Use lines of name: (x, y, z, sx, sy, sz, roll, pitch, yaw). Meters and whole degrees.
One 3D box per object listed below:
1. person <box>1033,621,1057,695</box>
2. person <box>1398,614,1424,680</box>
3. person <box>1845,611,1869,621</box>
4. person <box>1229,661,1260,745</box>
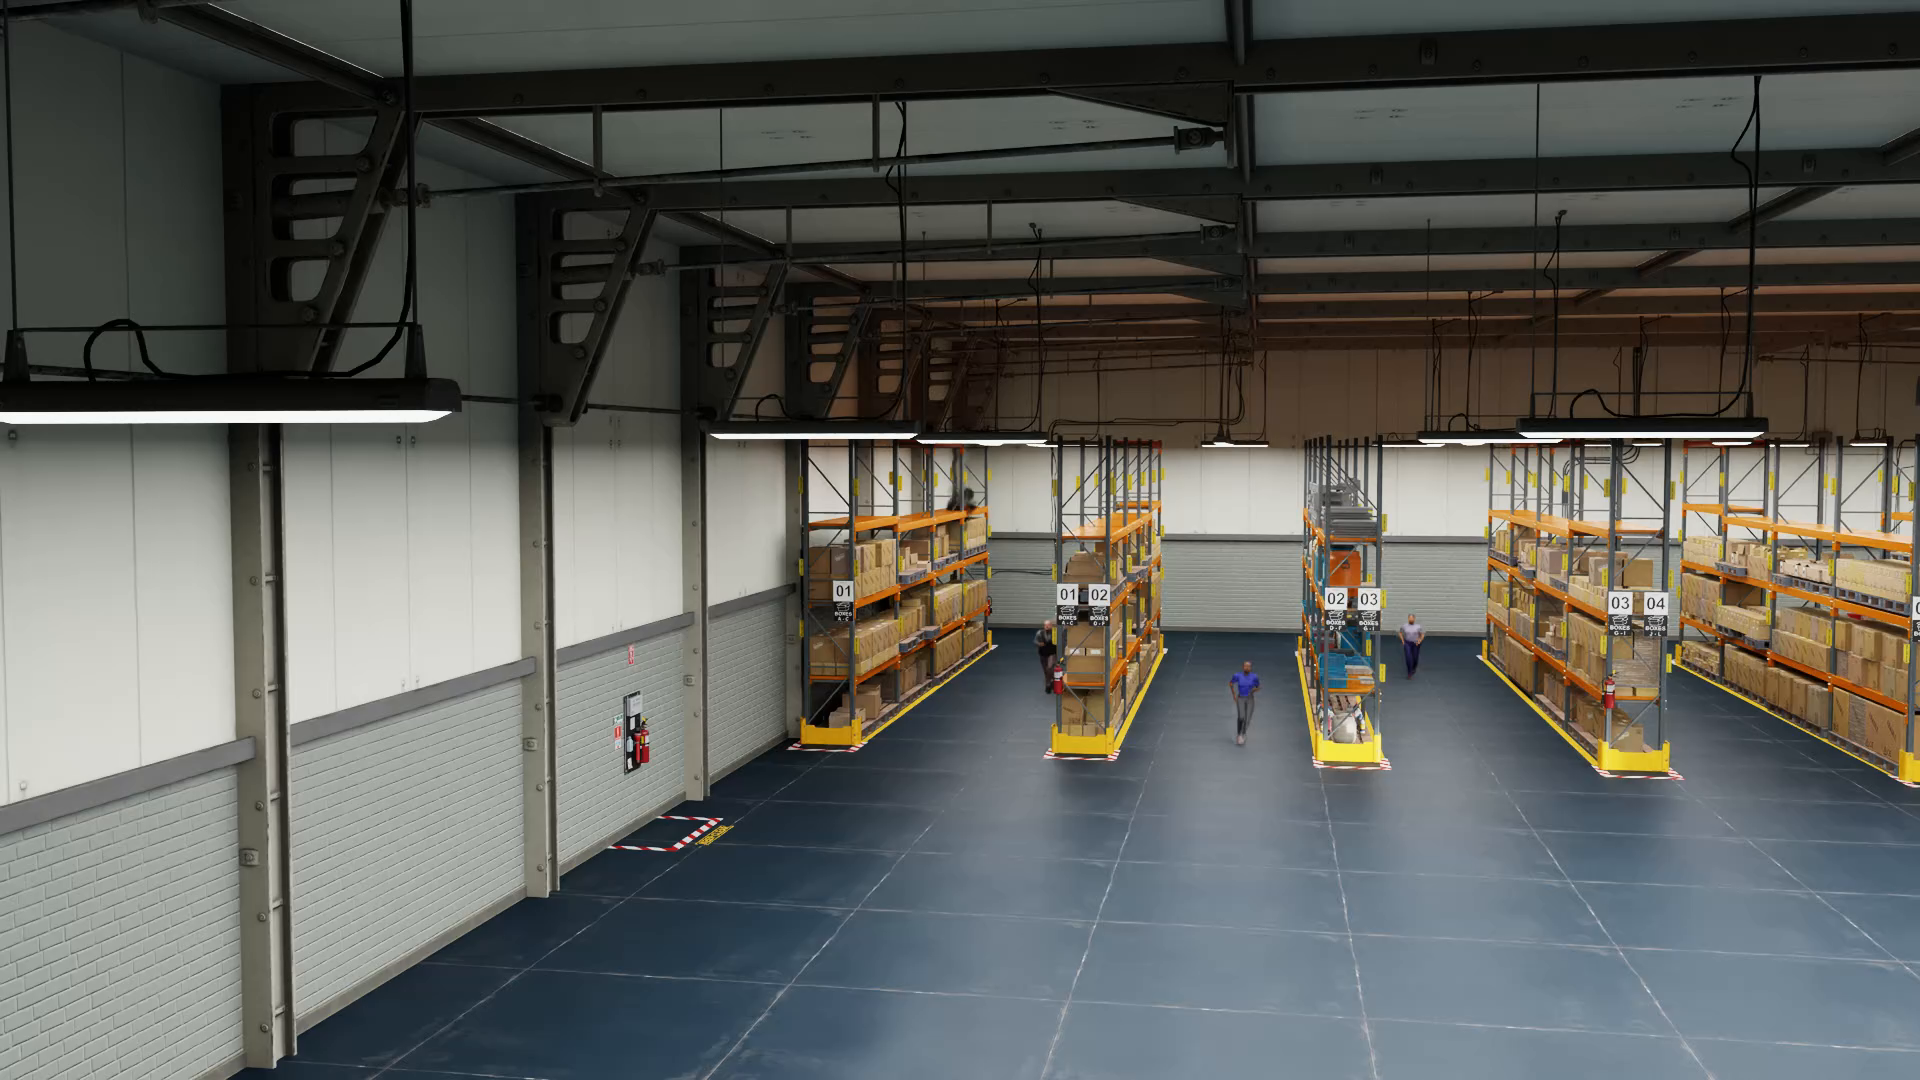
person: (2.086, 2.754, 39.375, 0.657, 1.735, 1.013, 1, 3, 13)
person: (11.333, 2.668, 41.764, 0.618, 1.618, 0.719, 1, 3, 10)
person: (24.156, 2.419, 44.943, 0.973, 1.729, 0.662, 0, 3, 0)
person: (5.545, 3.158, 32.305, 0.565, 1.638, 0.712, 0, 3, -1)
